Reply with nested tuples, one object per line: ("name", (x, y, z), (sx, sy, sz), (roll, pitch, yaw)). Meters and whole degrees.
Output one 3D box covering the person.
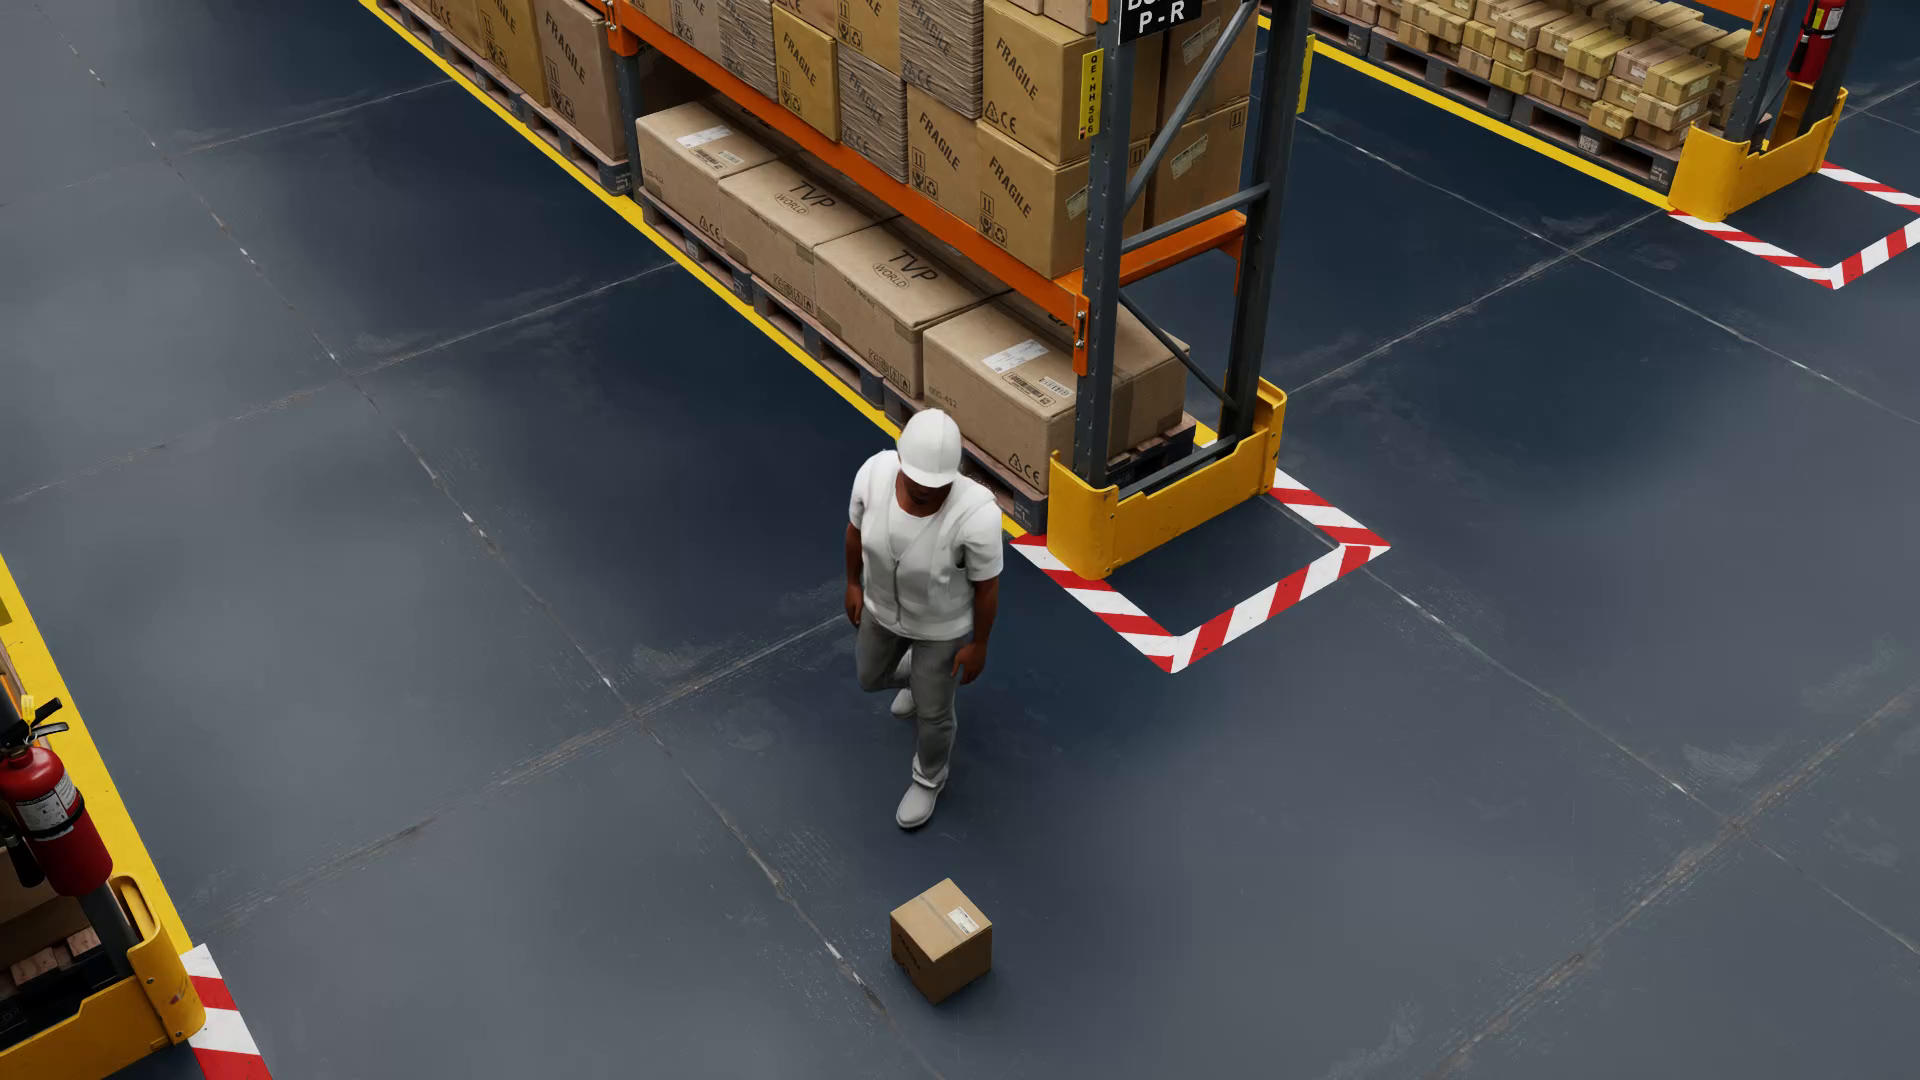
("person", (-0.105, 0.210, 5.865), (0.599, 1.766, 0.654), (21, 45, 23))
